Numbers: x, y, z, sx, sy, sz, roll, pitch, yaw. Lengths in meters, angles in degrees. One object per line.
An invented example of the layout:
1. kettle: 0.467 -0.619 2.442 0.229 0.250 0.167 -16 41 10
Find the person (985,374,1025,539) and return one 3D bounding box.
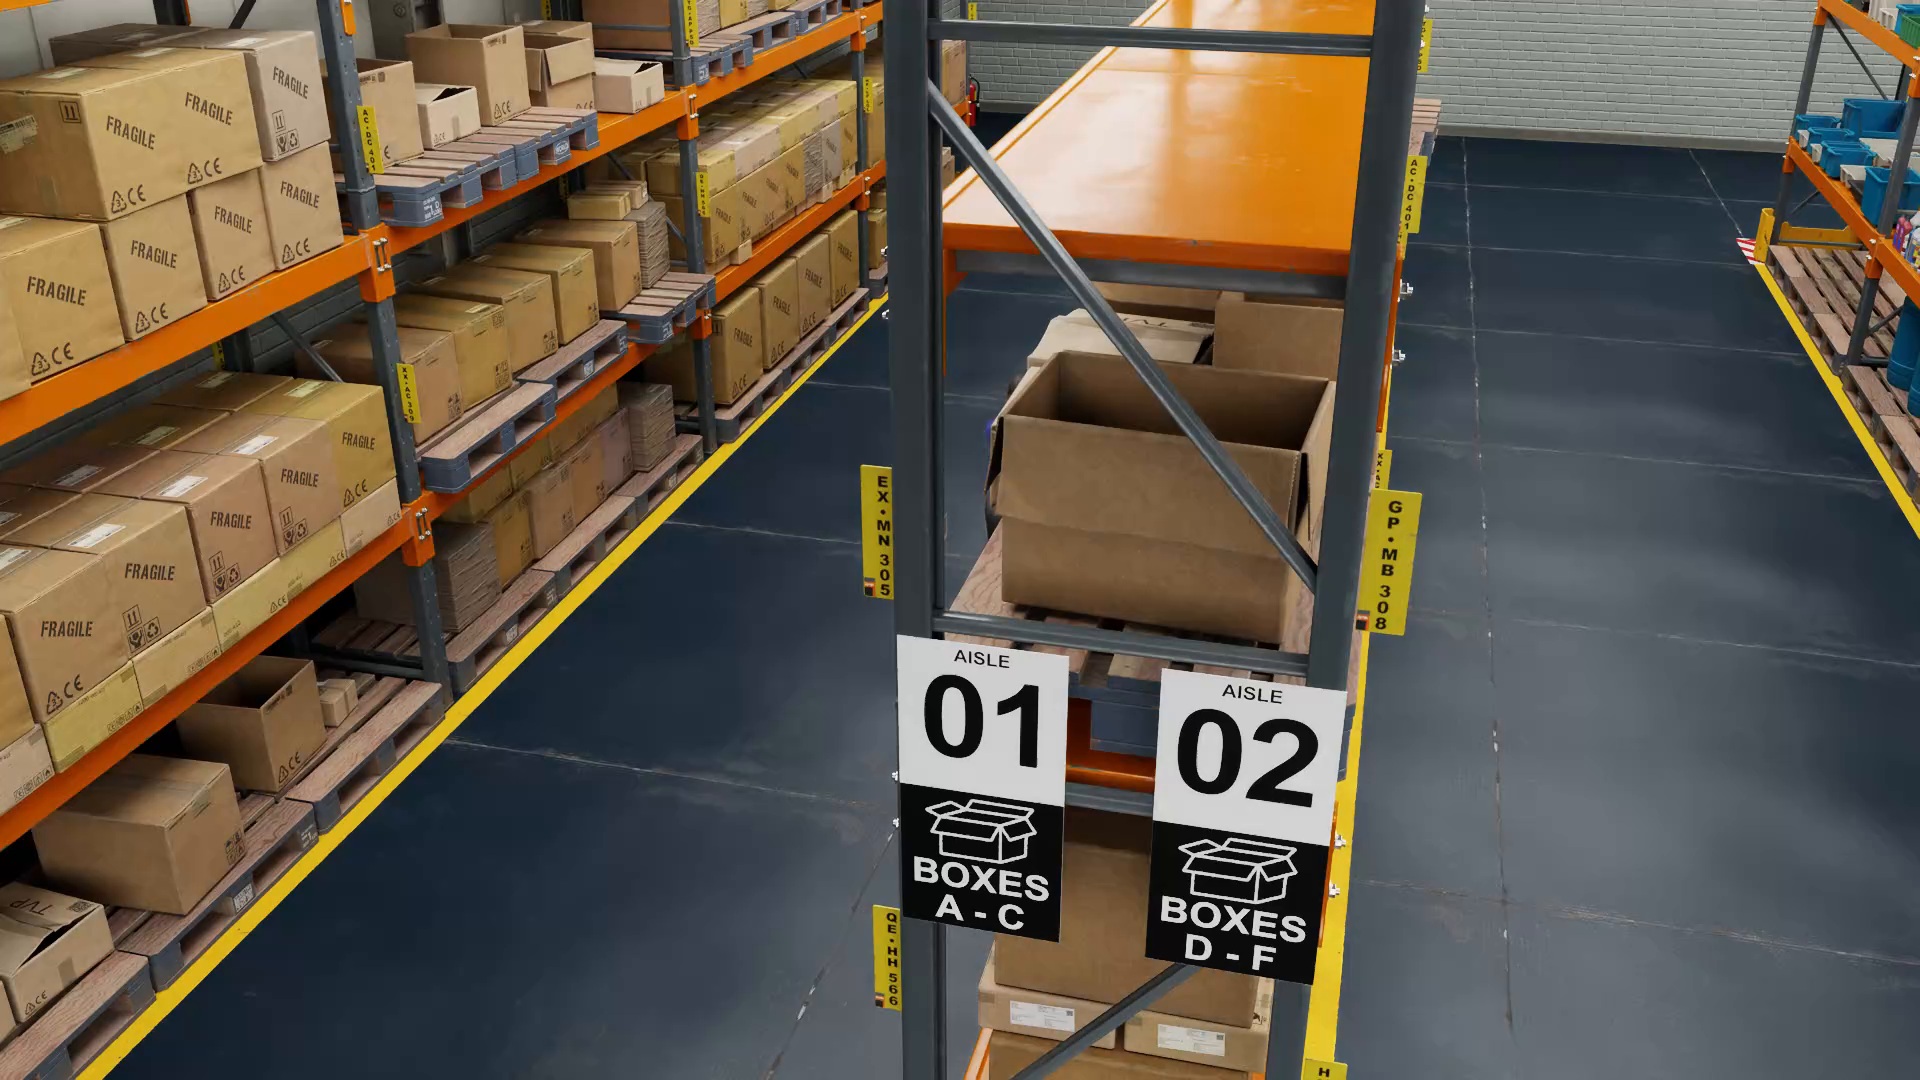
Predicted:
1. person: 0.357 -0.229 10.217 0.410 1.637 0.533 6 26 13
